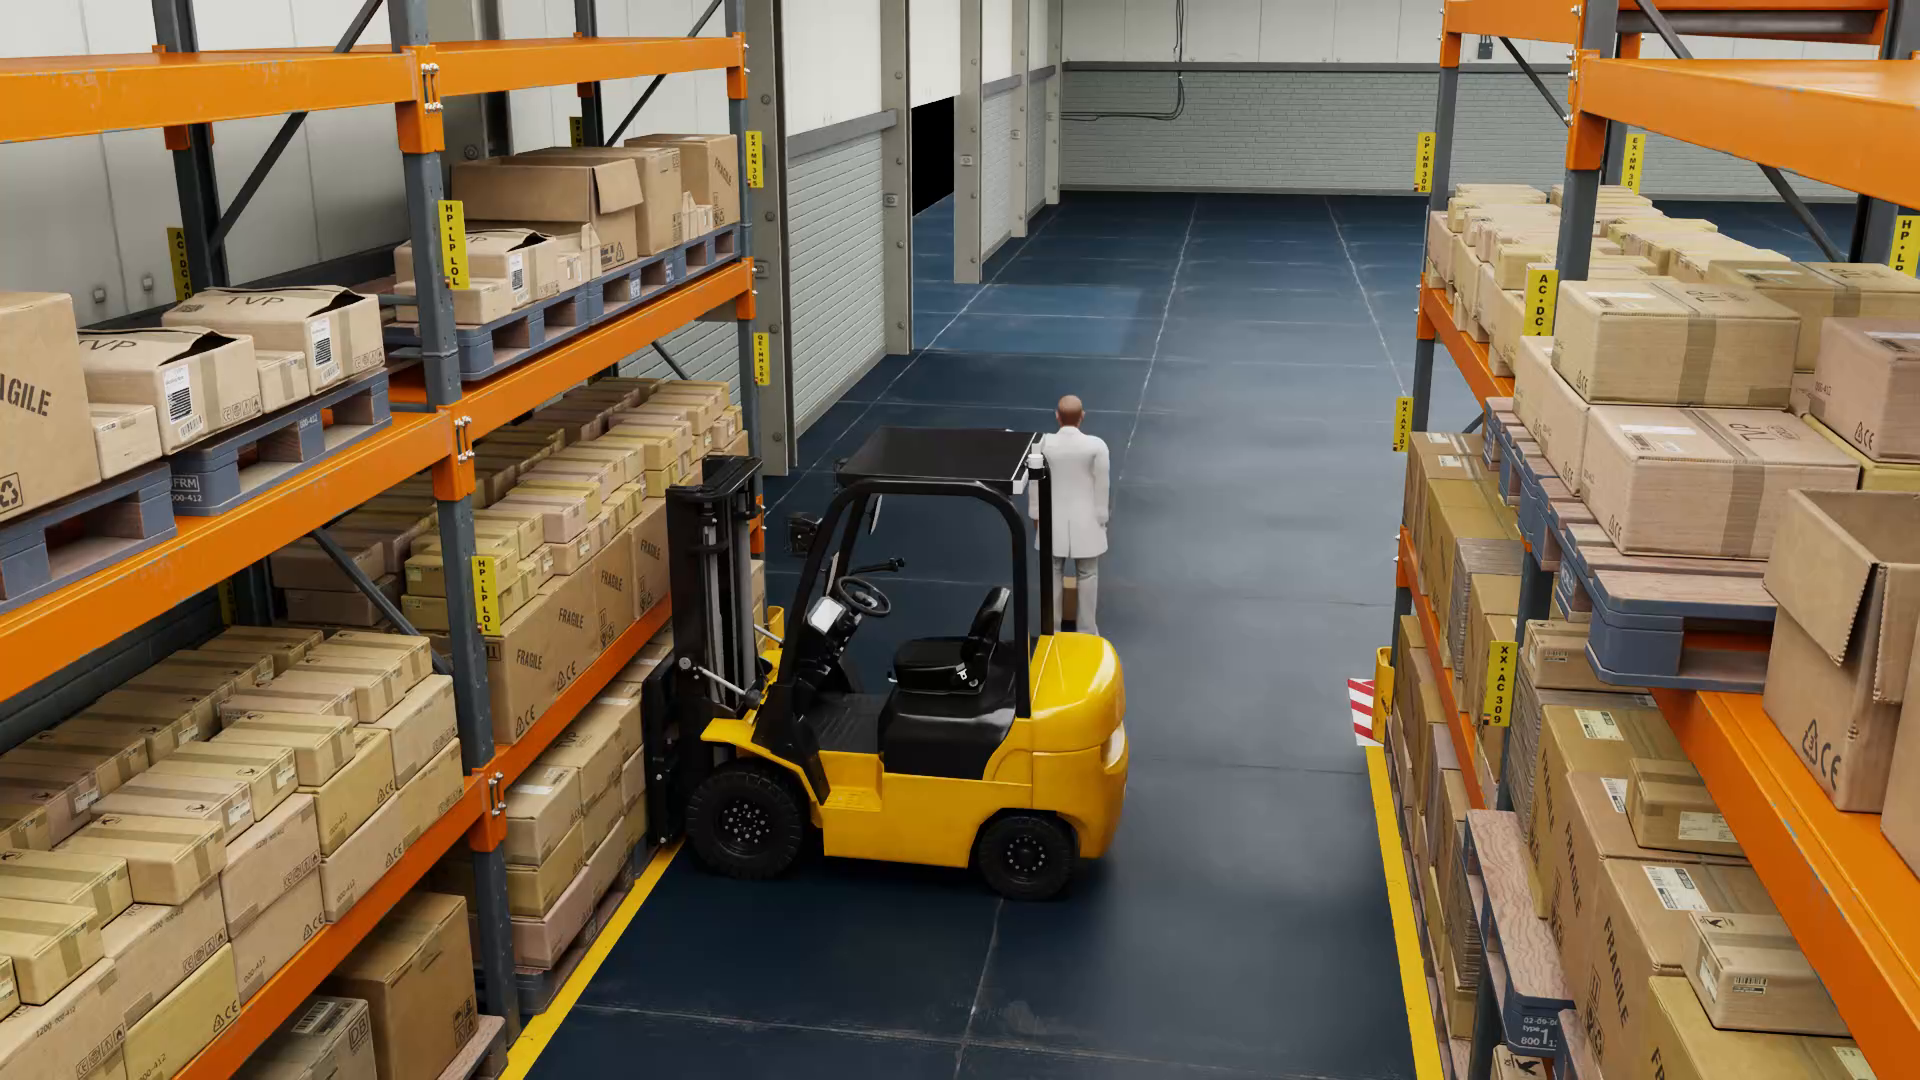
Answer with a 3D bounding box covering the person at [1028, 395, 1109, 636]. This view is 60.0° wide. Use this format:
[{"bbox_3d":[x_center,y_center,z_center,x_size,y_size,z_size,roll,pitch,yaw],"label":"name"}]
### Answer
[{"bbox_3d":[0.750,-0.133,11.513,0.562,1.772,0.377,3,18,10],"label":"person"}]
